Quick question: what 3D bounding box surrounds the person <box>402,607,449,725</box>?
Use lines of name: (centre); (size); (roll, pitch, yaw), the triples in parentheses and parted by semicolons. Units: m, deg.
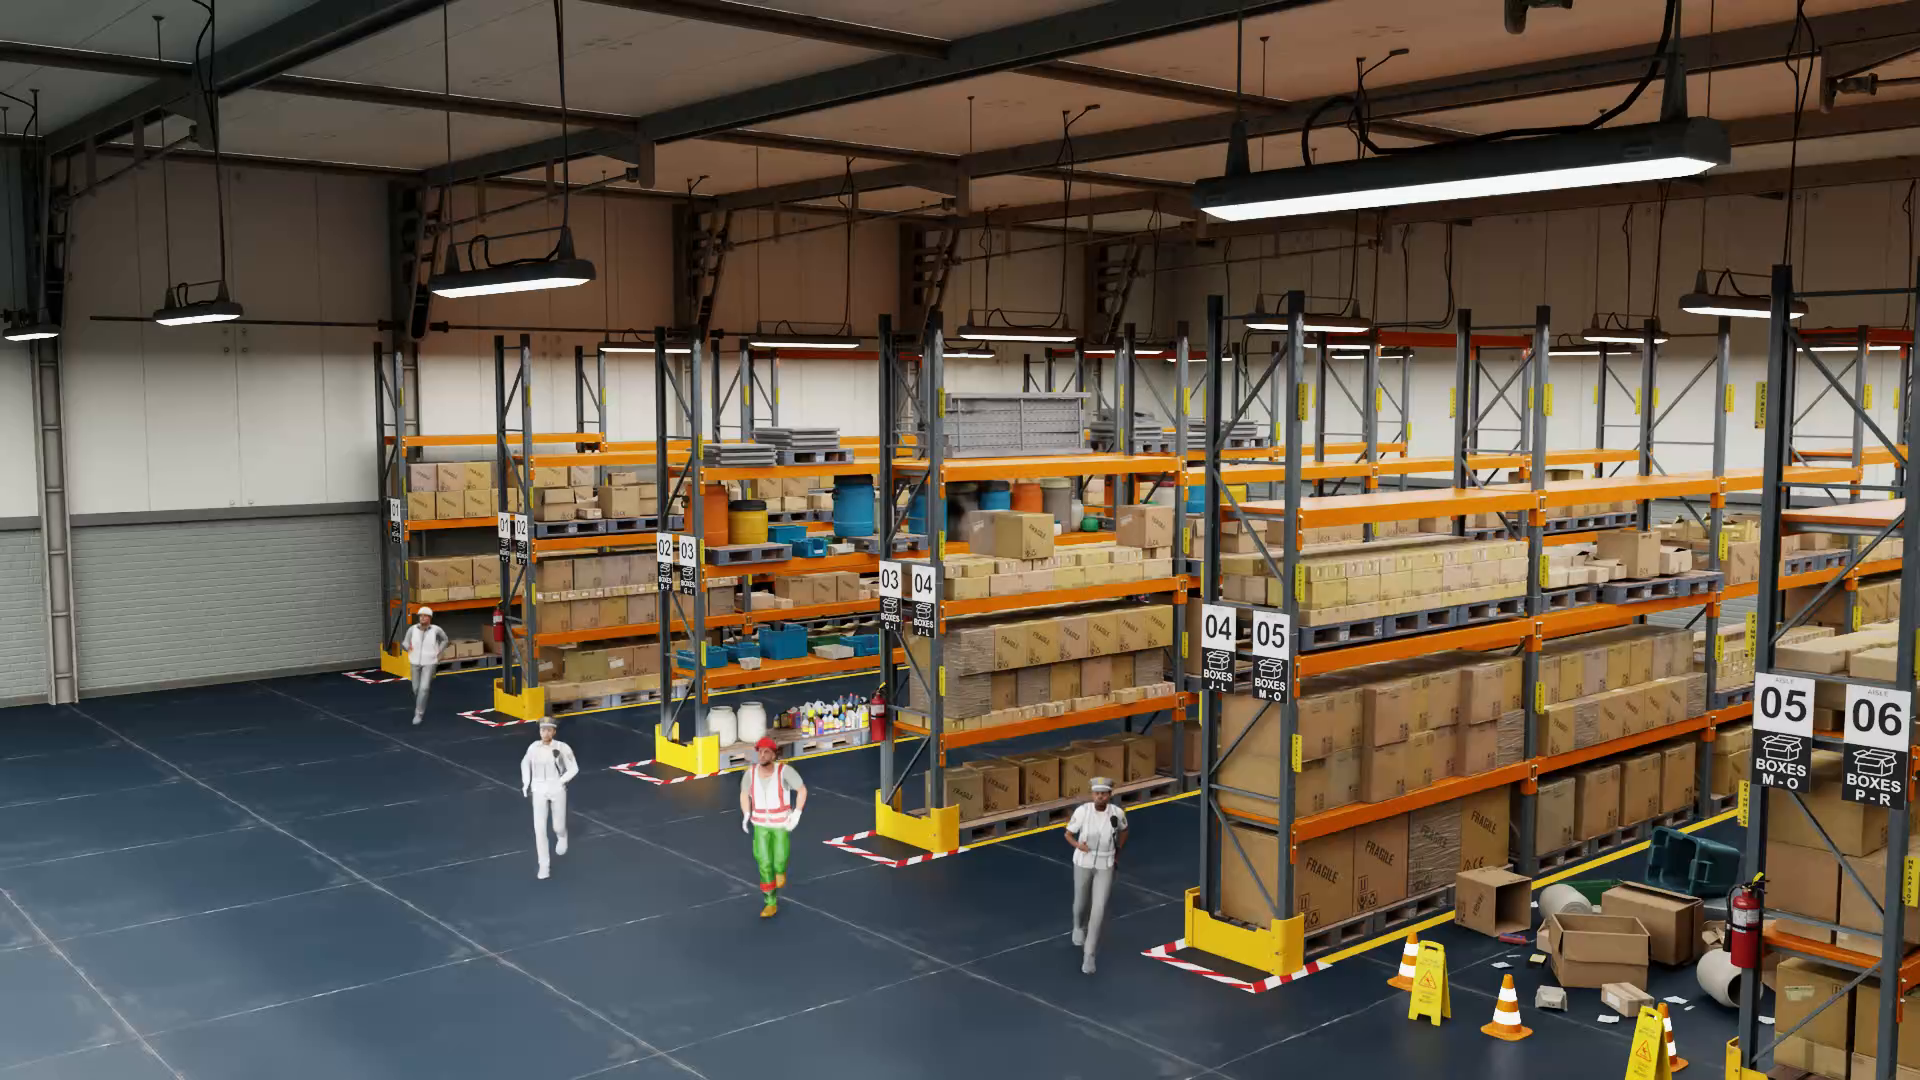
person: (-8.339, 1.923, 25.922); (0.668, 1.791, 0.882); (0, 5, -1)

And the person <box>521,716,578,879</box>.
person: (-4.402, 2.698, 17.818); (0.643, 1.669, 0.876); (0, 5, -3)

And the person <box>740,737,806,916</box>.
person: (-1.846, 2.800, 16.453); (0.665, 1.763, 0.665); (1, 5, 7)

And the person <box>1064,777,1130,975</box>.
person: (1.236, 2.956, 15.027); (0.590, 1.715, 0.856); (0, 5, 5)
